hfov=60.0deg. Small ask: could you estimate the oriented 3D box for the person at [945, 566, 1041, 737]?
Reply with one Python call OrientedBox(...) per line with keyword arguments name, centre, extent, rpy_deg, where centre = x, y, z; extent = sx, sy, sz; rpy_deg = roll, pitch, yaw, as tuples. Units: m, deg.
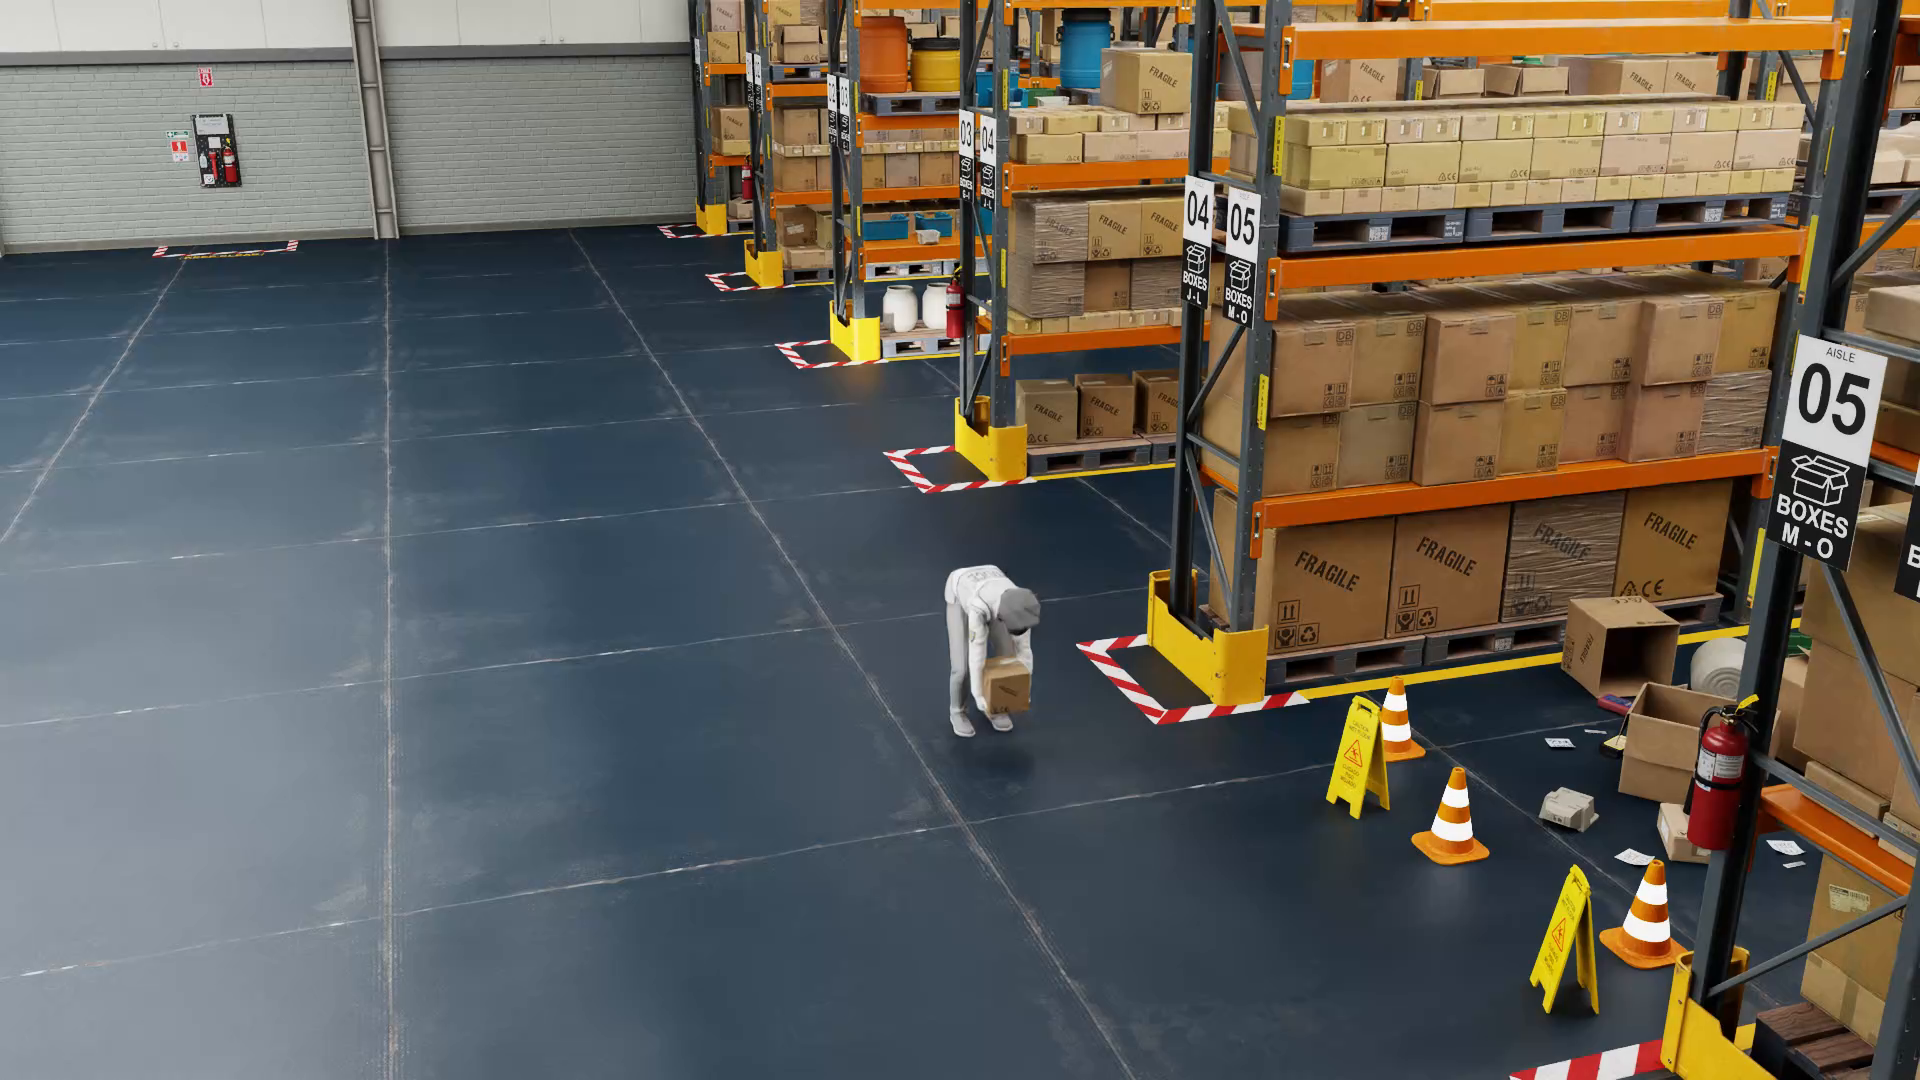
OrientedBox(name="person", centre=(0.201, 0.701, 9.917), extent=(0.417, 1.108, 0.926), rpy_deg=(-7, 21, -19))
